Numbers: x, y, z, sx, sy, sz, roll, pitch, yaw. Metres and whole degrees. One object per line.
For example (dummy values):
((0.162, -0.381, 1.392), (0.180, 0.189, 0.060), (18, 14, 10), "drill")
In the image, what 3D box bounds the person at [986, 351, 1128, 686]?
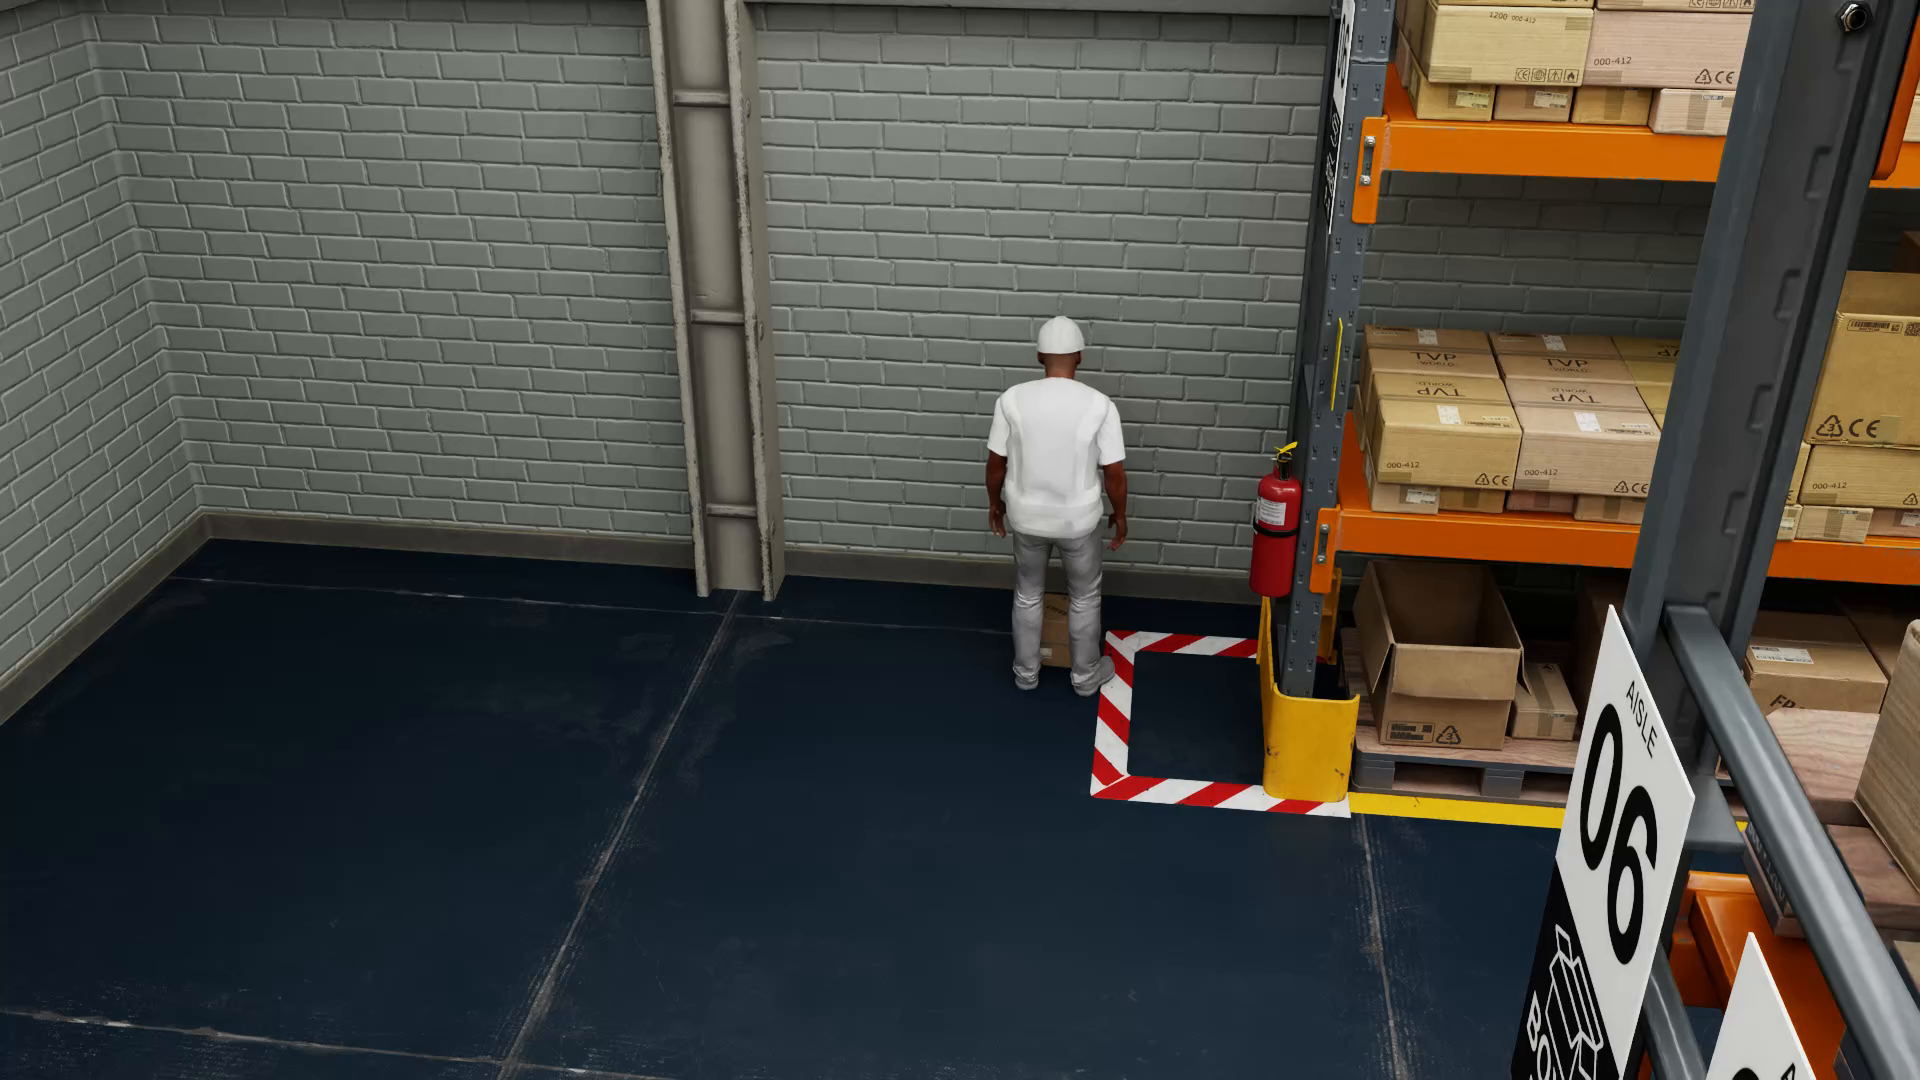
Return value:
((0.430, -0.141, 7.342), (0.629, 1.661, 0.362), (7, 29, 13), "person")
